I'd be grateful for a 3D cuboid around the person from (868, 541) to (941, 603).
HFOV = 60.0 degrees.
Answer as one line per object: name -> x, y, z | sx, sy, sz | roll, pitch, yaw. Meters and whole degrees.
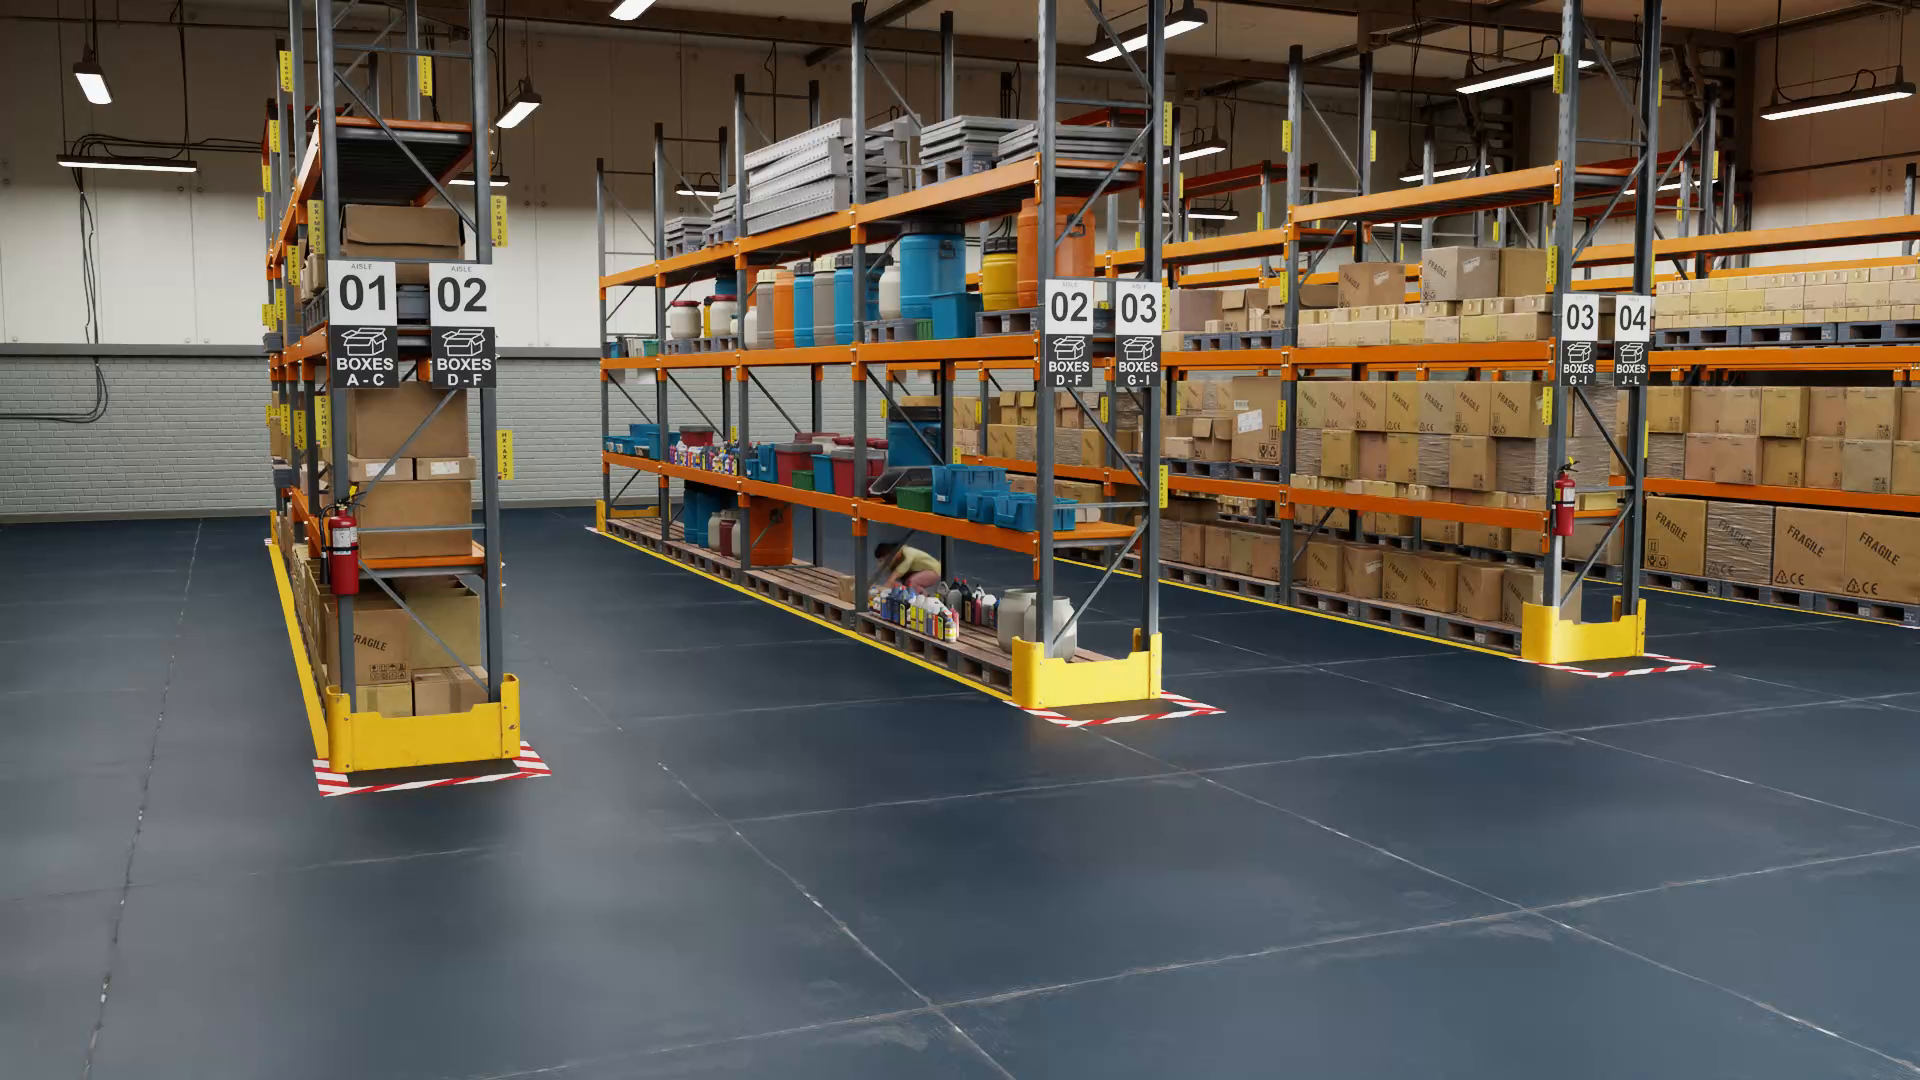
person -> -0.631, 0.396, 17.439 | 1.035, 0.800, 0.469 | -5, 7, -39
